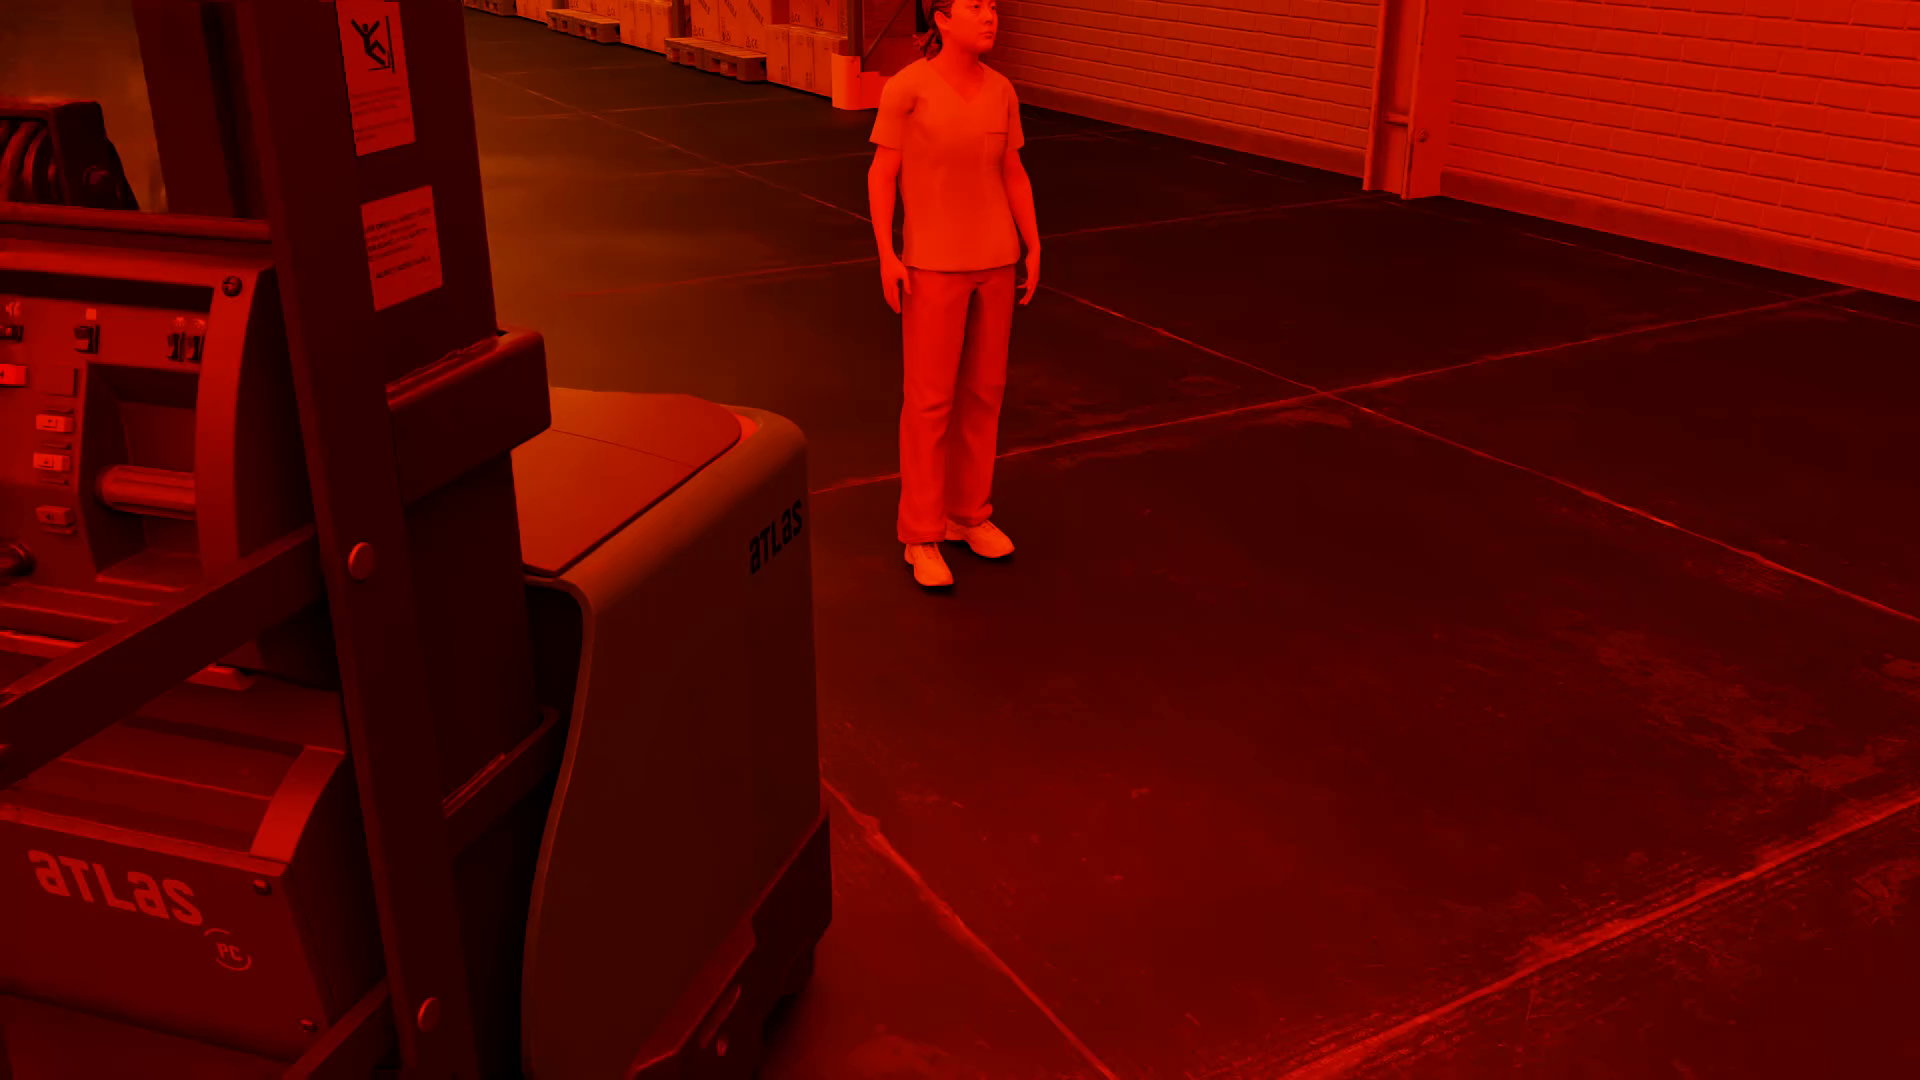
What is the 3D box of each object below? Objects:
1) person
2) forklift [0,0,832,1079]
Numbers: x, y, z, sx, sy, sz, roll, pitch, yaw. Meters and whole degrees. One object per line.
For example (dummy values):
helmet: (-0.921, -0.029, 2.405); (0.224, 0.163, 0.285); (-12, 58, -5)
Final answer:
person: (0.027, -0.755, 4.750); (0.555, 1.675, 0.549); (-12, 25, -28)
forklift: (-1.182, -0.109, 1.538); (1.130, 2.935, 3.031); (7, 23, 16)
